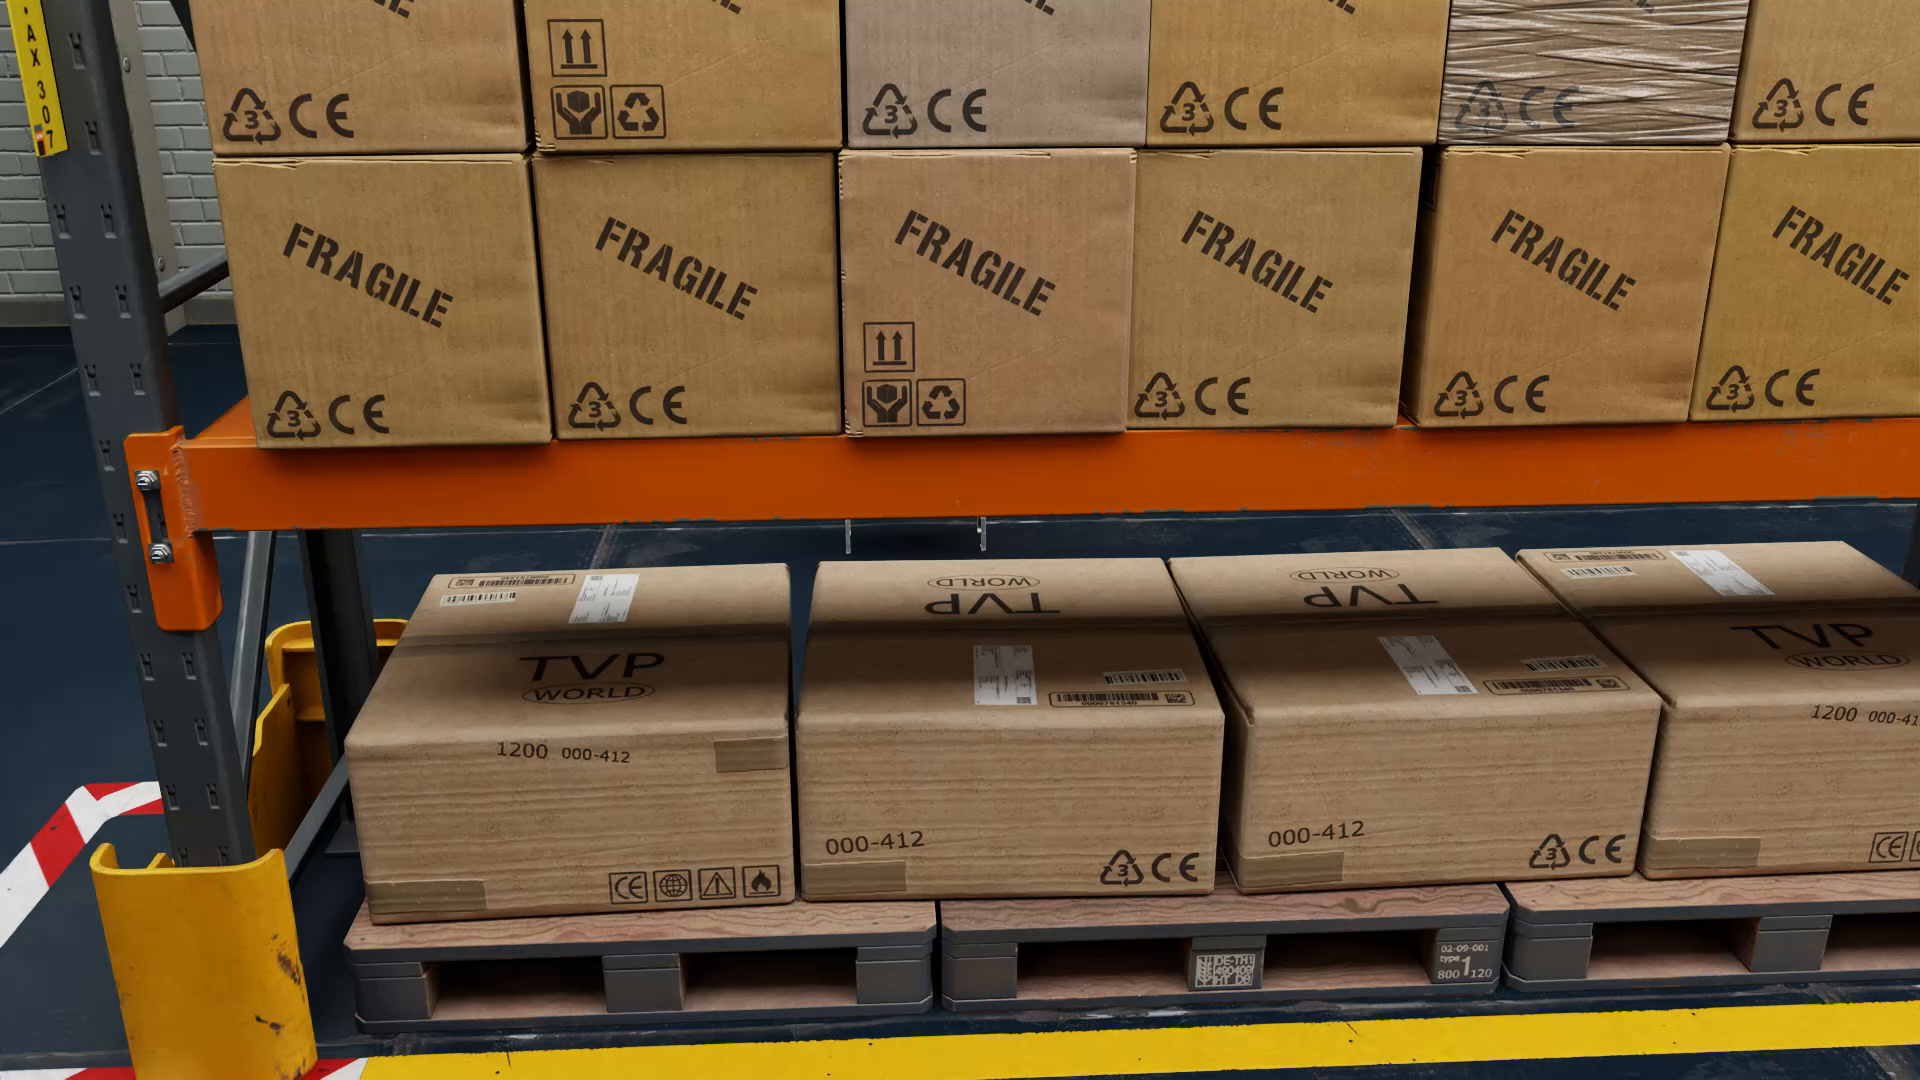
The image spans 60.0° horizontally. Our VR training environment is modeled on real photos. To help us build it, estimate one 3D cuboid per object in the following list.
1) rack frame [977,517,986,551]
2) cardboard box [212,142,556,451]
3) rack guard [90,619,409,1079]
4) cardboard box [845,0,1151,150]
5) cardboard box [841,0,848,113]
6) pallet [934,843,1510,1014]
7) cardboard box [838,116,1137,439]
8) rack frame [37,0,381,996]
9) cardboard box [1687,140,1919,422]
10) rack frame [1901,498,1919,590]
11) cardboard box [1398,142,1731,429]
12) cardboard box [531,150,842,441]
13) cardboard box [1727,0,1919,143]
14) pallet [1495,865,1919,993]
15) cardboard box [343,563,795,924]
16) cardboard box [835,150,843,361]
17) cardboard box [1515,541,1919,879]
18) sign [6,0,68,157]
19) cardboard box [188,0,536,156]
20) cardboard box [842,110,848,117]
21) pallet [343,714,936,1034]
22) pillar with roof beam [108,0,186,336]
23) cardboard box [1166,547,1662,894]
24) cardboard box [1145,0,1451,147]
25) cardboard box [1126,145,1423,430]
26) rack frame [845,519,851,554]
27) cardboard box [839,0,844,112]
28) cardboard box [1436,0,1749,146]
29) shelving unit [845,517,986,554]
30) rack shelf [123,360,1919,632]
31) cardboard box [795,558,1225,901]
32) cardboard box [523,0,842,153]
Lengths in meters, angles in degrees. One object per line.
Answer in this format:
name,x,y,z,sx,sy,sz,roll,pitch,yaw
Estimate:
rack frame,0.078,-0.562,5.912,0.015,1.200,0.240,-1,21,-3
cardboard box,-0.980,-0.480,3.026,0.500,0.500,0.500,-1,21,-3
rack guard,-1.500,0.643,3.729,0.348,0.500,1.175,-1,21,-3
cardboard box,0.048,-0.974,2.919,0.500,0.500,0.500,-1,21,-3
cardboard box,0.006,-1.164,3.417,0.500,0.500,0.500,-1,21,-3
pallet,0.533,0.710,3.960,1.213,0.211,1.003,-1,21,-3
cardboard box,0.032,-0.504,3.089,0.500,0.500,0.500,-1,21,-3
rack frame,-1.476,-0.526,3.286,0.127,3.000,1.000,-1,21,-3
cardboard box,1.556,-0.541,3.186,0.500,0.500,0.500,-2,21,-4
rack frame,2.518,-0.607,3.499,0.127,3.000,1.000,-1,21,-3
cardboard box,1.055,-0.526,3.145,0.500,0.500,0.500,-1,21,-4
cardboard box,-0.477,-0.500,3.079,0.500,0.500,0.500,-1,21,-4
cardboard box,1.555,-1.006,3.001,0.500,0.500,0.500,-1,21,-4
pallet,1.754,0.684,4.028,1.213,0.211,1.003,-1,21,-3
cardboard box,-0.823,0.427,3.796,0.875,0.438,0.875,-2,21,-5
cardboard box,-0.508,-0.681,3.554,0.500,0.500,0.500,-2,21,-4
cardboard box,1.885,0.369,3.947,0.875,0.438,0.875,-1,21,-4
sign,-1.450,-0.770,2.600,0.005,0.325,0.100,-1,21,-3
cardboard box,-0.980,-0.948,2.850,0.500,0.500,0.500,-2,21,-4
cardboard box,0.005,-0.695,3.590,0.500,0.500,0.500,-1,21,-1
pallet,-0.682,0.734,3.898,1.213,0.211,1.003,-1,21,-3
pillar with roof beam,-4.261,-3.829,3.530,0.400,9.000,9.100,-1,21,-3
cardboard box,0.991,0.387,3.899,0.875,0.438,0.875,-2,21,-5
cardboard box,0.546,-0.985,2.946,0.500,0.500,0.500,-1,21,-3
cardboard box,0.531,-0.520,3.131,0.500,0.500,0.500,0,21,-1
rack frame,-0.409,-0.552,5.886,0.015,1.200,0.240,-1,21,-3
cardboard box,-0.488,-1.155,3.393,0.500,0.500,0.500,-1,21,-3
cardboard box,1.048,-0.992,2.965,0.500,0.500,0.500,-1,21,-2
shelving unit,-0.165,-0.557,5.899,0.503,1.200,0.258,-1,21,-3
rack shelf,0.521,-0.230,3.521,4.000,0.370,1.077,-1,21,-3
cardboard box,0.090,0.405,3.852,0.875,0.438,0.875,-1,21,-2
cardboard box,-0.465,-0.961,2.884,0.500,0.500,0.500,-2,21,-5
